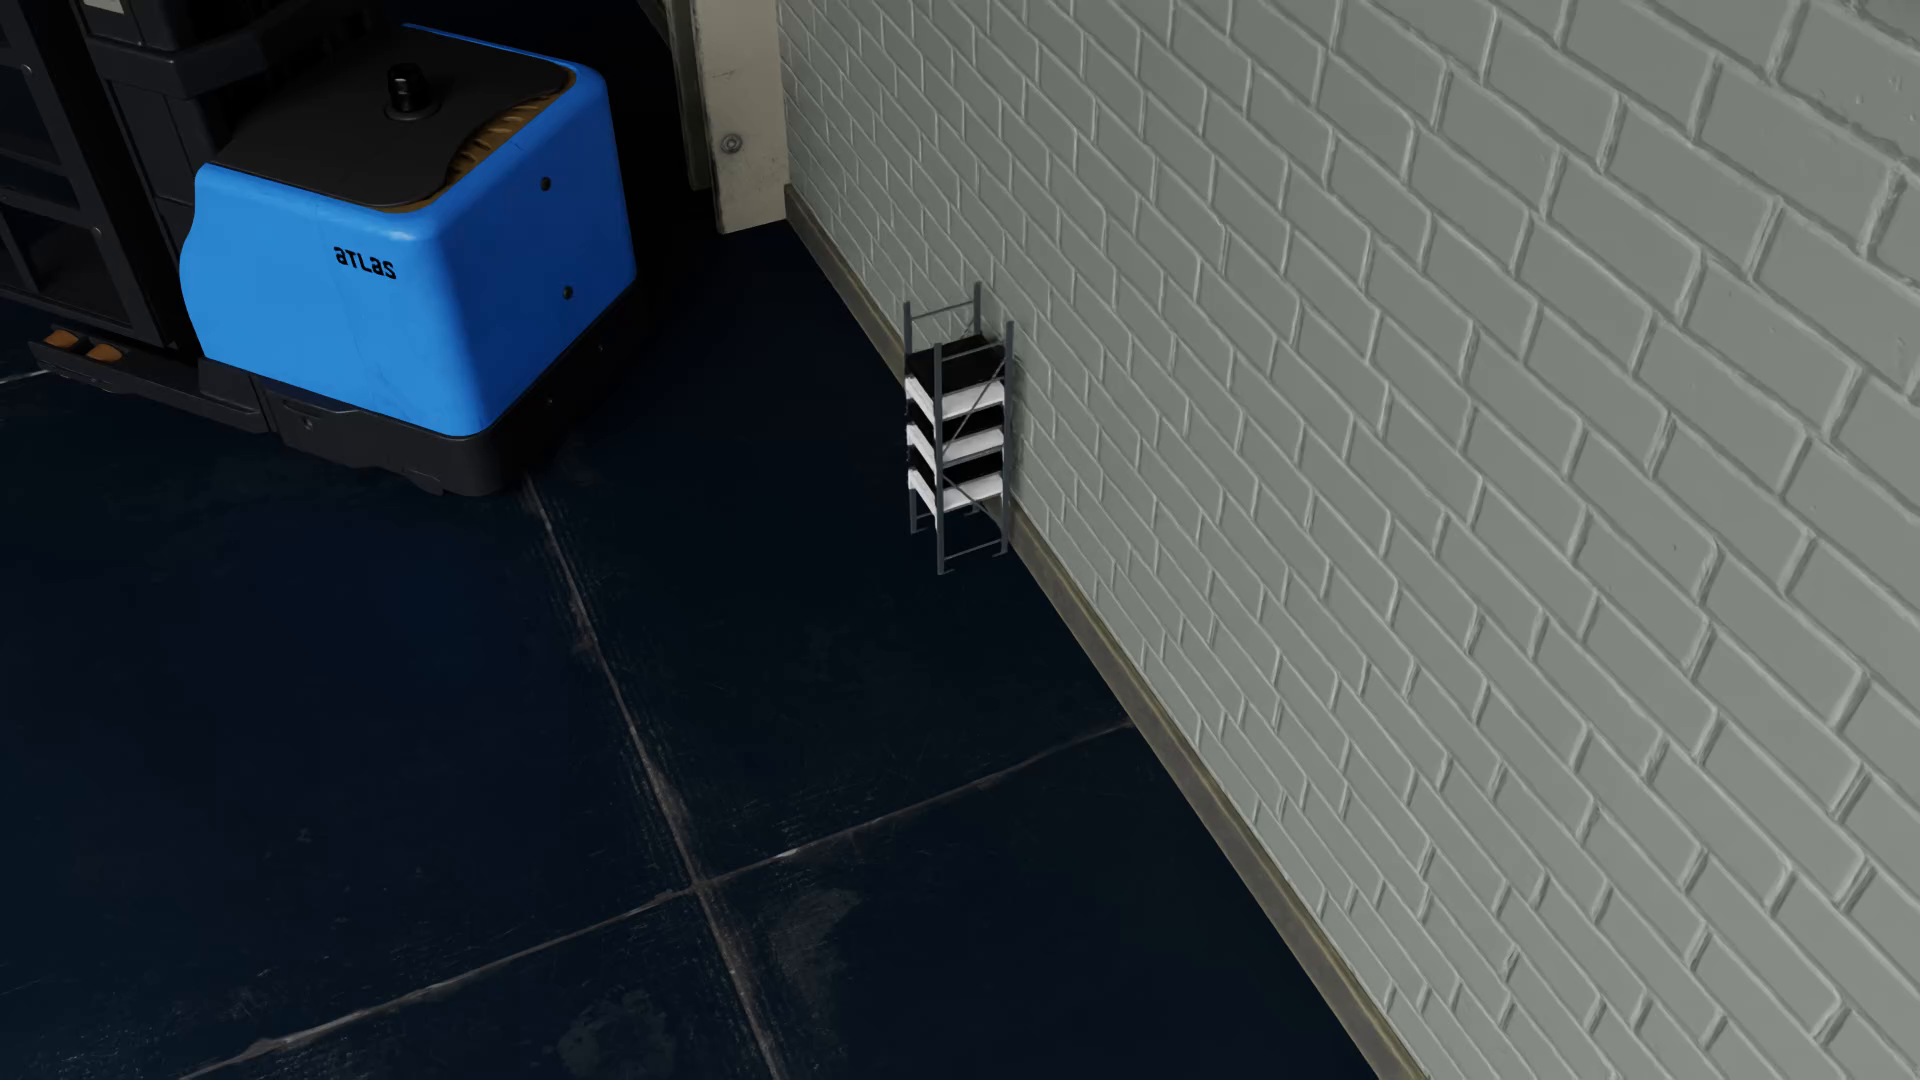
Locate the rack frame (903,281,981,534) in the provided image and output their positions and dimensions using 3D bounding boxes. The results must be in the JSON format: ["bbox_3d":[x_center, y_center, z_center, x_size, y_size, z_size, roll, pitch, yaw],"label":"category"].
[{"bbox_3d":[-0.048,-0.376,4.990,0.240,0.900,0.006,-19,48,-18],"label":"rack frame"}]

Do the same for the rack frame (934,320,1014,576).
[{"bbox_3d":[0.039,-0.247,4.859,0.240,0.900,0.006,-19,48,-18],"label":"rack frame"}]

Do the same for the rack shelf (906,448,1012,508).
[{"bbox_3d":[-0.004,-0.224,5.011,0.258,0.077,0.200,-19,48,-18],"label":"rack shelf"}]

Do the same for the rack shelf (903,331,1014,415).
[{"bbox_3d":[-0.005,-0.480,4.758,0.258,0.077,0.200,-19,48,-18],"label":"rack shelf"}]

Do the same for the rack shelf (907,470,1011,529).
[{"bbox_3d":[-0.004,-0.160,5.075,0.258,0.077,0.200,-19,48,-18],"label":"rack shelf"}]

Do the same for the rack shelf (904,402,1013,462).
[{"bbox_3d":[-0.005,-0.352,4.885,0.258,0.077,0.200,-19,48,-18],"label":"rack shelf"}]

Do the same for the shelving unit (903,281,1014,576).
[{"bbox_3d":[-0.005,-0.312,4.925,0.258,0.900,0.210,-19,48,-18],"label":"shelving unit"}]

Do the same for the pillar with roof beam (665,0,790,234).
[{"bbox_3d":[-4.777,-3.288,2.175,9.100,9.000,0.400,-18,47,-17],"label":"pillar with roof beam"}]

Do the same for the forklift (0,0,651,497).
[{"bbox_3d":[-2.661,-1.874,5.062,3.031,2.935,1.130,17,47,17],"label":"forklift"}]

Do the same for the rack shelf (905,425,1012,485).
[{"bbox_3d":[-0.004,-0.288,4.948,0.258,0.077,0.200,-19,48,-18],"label":"rack shelf"}]

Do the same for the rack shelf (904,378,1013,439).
[{"bbox_3d":[-0.005,-0.416,4.821,0.258,0.077,0.200,-19,48,-18],"label":"rack shelf"}]
